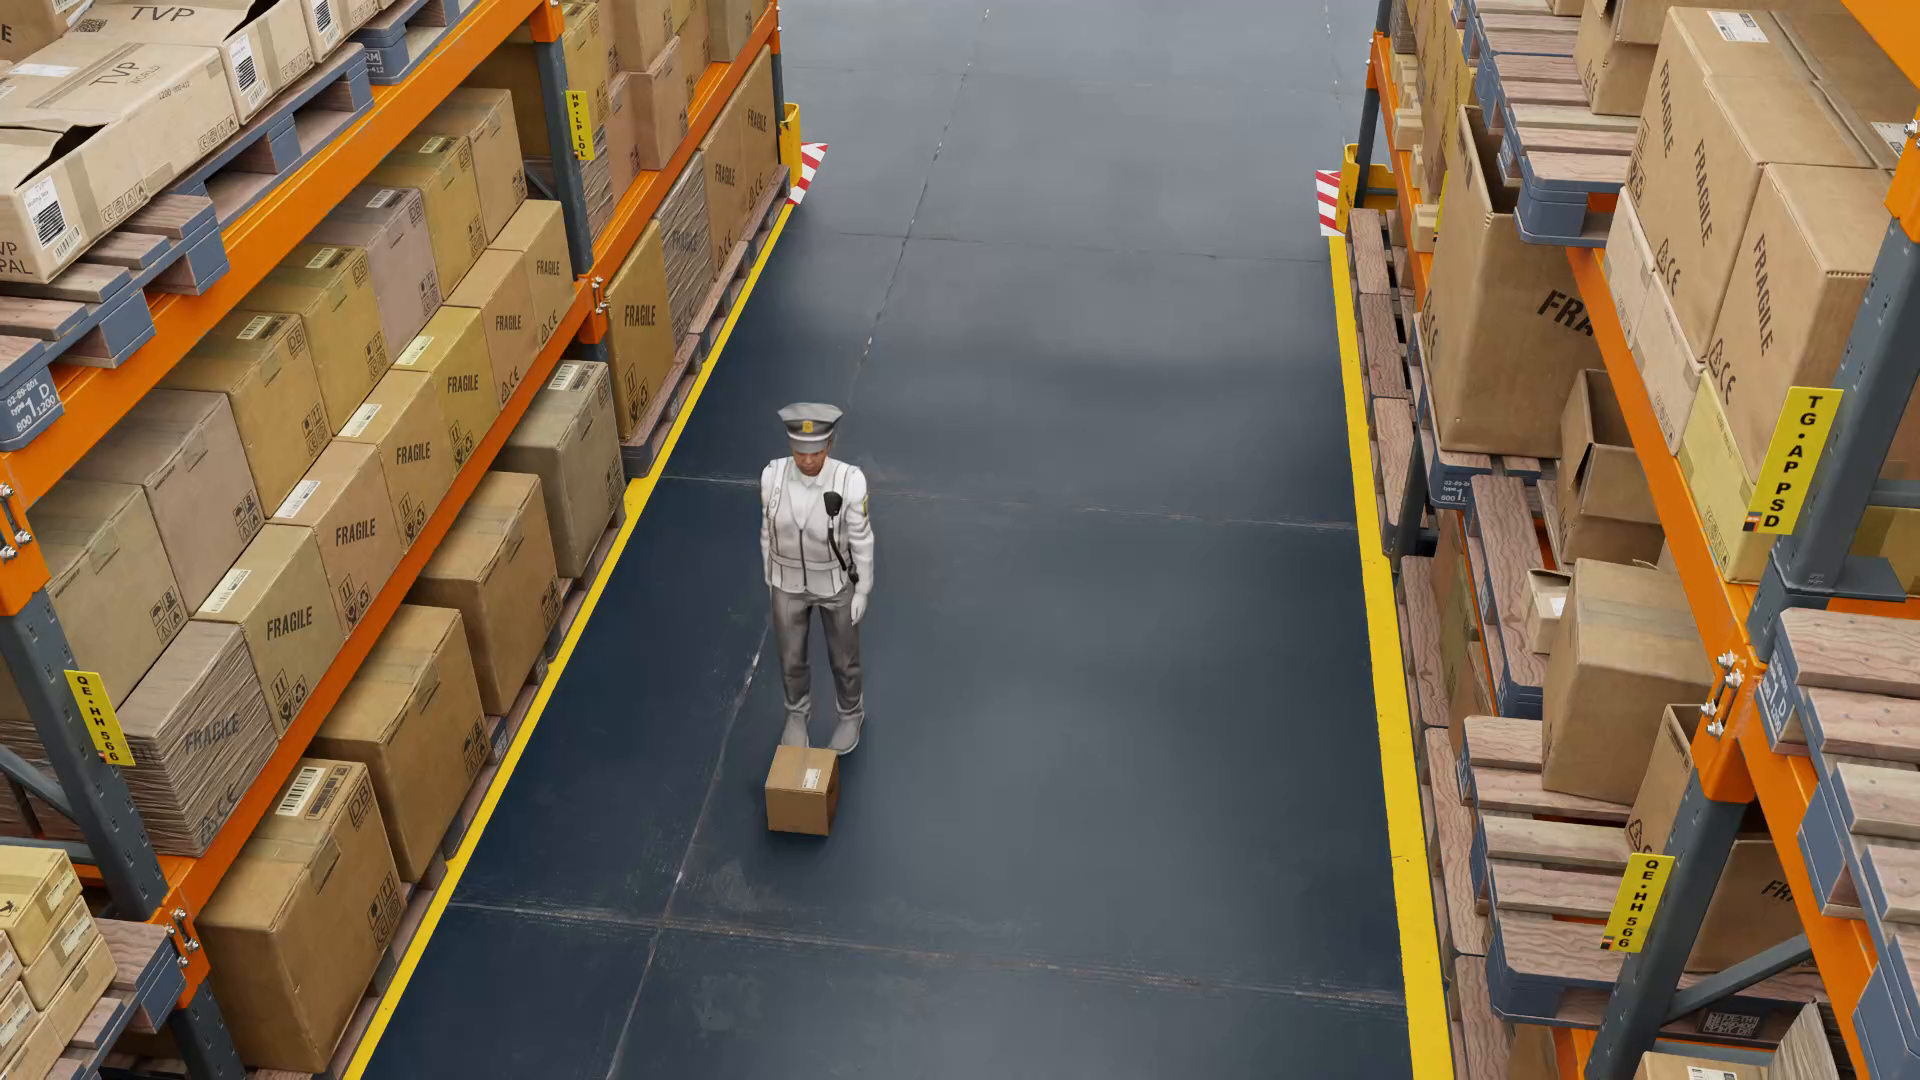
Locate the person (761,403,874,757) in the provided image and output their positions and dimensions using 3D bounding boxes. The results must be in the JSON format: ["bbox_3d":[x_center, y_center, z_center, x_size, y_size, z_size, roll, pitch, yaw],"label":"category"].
[{"bbox_3d":[-0.579,0.184,6.780,0.465,1.680,0.340,5,37,7],"label":"person"}]
